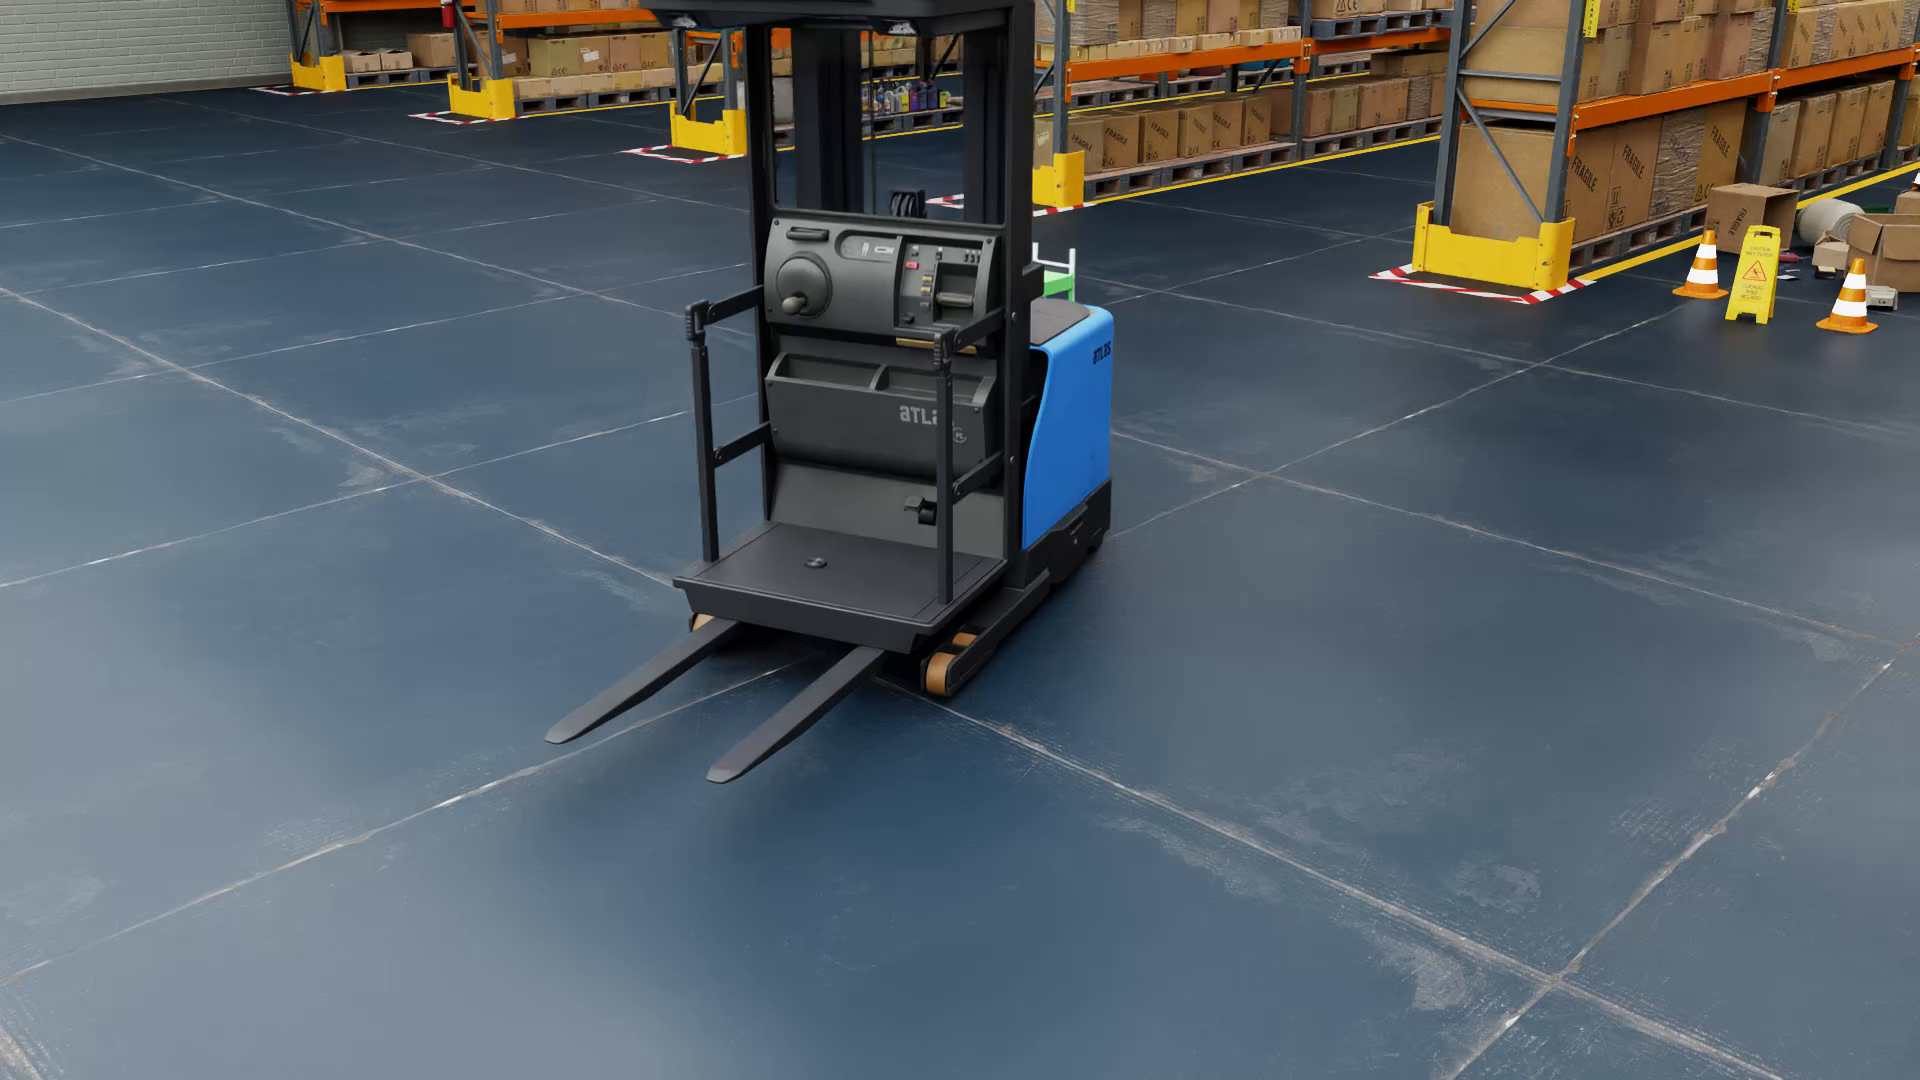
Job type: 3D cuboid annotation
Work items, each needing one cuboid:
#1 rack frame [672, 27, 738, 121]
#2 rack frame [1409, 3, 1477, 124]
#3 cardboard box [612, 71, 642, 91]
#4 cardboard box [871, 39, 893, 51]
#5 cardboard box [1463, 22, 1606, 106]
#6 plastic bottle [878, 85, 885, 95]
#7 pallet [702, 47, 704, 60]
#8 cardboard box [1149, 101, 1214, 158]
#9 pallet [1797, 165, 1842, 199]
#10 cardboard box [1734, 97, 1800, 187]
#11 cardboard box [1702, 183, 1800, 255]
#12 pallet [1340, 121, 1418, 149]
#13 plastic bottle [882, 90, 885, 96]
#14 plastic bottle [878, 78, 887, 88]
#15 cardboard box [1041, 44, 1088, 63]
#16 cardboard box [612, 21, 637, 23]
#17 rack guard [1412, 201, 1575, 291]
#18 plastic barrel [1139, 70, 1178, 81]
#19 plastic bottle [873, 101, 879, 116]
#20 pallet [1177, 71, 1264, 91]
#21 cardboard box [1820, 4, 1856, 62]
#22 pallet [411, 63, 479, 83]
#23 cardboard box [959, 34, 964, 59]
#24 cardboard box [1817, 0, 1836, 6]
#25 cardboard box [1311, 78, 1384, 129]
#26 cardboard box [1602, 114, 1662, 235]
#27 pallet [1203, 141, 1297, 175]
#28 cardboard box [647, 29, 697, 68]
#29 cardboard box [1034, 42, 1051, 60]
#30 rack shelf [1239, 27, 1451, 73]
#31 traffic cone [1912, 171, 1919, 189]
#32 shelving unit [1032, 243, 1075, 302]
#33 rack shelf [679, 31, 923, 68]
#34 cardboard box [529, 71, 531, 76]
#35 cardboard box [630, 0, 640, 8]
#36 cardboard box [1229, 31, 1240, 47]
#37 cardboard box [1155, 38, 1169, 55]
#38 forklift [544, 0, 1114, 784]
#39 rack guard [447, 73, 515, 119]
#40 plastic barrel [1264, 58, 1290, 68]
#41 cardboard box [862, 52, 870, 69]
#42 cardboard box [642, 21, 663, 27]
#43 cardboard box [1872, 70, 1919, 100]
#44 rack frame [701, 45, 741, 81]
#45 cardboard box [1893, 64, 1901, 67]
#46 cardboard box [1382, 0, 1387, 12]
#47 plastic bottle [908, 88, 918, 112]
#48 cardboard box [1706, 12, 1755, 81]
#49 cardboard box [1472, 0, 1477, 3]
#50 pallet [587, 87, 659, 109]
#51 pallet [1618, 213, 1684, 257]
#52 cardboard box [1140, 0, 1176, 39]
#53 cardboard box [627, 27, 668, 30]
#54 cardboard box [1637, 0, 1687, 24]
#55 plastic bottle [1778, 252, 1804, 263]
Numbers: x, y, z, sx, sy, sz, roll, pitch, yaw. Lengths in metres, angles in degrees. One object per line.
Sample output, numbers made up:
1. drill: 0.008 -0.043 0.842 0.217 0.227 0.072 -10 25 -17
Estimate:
1. rack frame: -2.929 -5.955 18.886 1.000 3.000 0.127 19 28 41
2. rack frame: 6.200 -6.771 21.011 1.000 3.000 0.127 19 28 41
3. cardboard box: -4.895 -6.575 23.748 0.500 0.250 0.500 19 28 41
4. cardboard box: -1.442 -8.095 26.919 0.500 0.311 0.500 19 28 40
5. cardboard box: 4.329 -3.624 12.614 0.875 0.550 0.550 19 28 41
6. plastic bottle: -1.014 -5.743 21.526 0.097 0.271 0.097 0 21 0
7. pallet: -4.993 -8.988 30.666 1.003 0.211 1.213 19 28 41
8. cardboard box: 2.331 -4.351 17.613 0.500 0.500 0.500 16 26 36
9. pallet: 8.228 -3.707 16.924 1.003 0.211 1.213 19 28 41
10. cardboard box: 7.261 -3.804 15.840 1.050 0.750 0.750 19 28 40
11. cardboard box: 6.545 -2.654 13.780 0.500 0.500 0.500 -14 25 -33
12. pallet: 4.803 -4.957 20.178 1.003 0.211 1.213 19 28 41
13. plastic bottle: -0.934 -5.536 20.969 0.061 0.283 0.133 19 28 41
14. plastic bottle: -0.999 -5.848 21.688 0.185 0.351 0.144 -19 28 -41
15. cardboard box: 0.989 -4.611 15.741 0.380 0.149 0.250 19 28 41
16. cardboard box: -6.071 -9.293 29.397 0.500 0.250 0.500 18 28 39
17. rack guard: 4.086 -2.275 12.796 1.175 0.500 0.348 19 28 41
18. plastic barrel: 2.980 -7.324 24.888 0.600 0.830 0.708 19 28 41
19. plastic bottle: -1.063 -5.381 20.681 0.097 0.201 0.097 0 21 0
20. pallet: 4.022 -7.235 26.103 1.003 0.211 1.213 19 28 41
21. cardboard box: 8.155 -4.848 15.868 0.500 0.500 0.500 19 28 40
22. pallet: -8.532 -7.664 27.220 1.003 0.211 1.213 19 28 41
23. cardboard box: -0.012 -8.472 28.306 0.500 0.500 0.500 18 27 39
24. cardboard box: 7.945 -5.381 15.860 0.700 0.500 0.500 20 28 41
25. cardboard box: 4.590 -5.196 19.783 0.700 0.500 0.500 16 26 36
26. cardboard box: 5.141 -3.069 13.755 0.875 0.875 0.875 19 28 40
27. pallet: 2.966 -4.260 18.364 1.003 0.211 1.213 19 28 41
28. cardboard box: -4.209 -7.187 24.293 0.500 0.500 0.500 19 28 41
29. cardboard box: 0.670 -4.723 16.031 0.380 0.149 0.250 19 28 41
30. rack shelf: 4.805 -5.921 19.802 1.077 0.370 4.000 19 28 41
31. traffic cone: 8.910 -3.258 15.407 0.336 0.463 0.334 19 28 41
32. shelving unit: 0.287 -0.758 7.873 0.258 1.200 0.503 16 26 36
33. rack shelf: -1.534 -6.133 20.352 1.077 0.370 4.000 19 28 41
34. cardboard box: -5.973 -6.451 23.425 0.500 0.250 0.500 19 28 41
35. cardboard box: -4.707 -7.889 23.780 0.500 0.500 0.700 -20 28 -41
36. cardboard box: 2.708 -5.263 17.435 0.380 0.149 0.250 19 28 41
37. cardboard box: 1.856 -4.934 16.581 0.380 0.149 0.250 19 28 41
38. forklift: -0.393 -0.968 6.007 1.130 2.935 3.031 9 23 23
39. rack guard: -6.493 -6.022 22.546 1.175 0.500 0.348 19 28 41
40. plastic barrel: 5.050 -8.120 26.860 0.600 0.901 0.708 19 28 41
41. cardboard box: -1.797 -7.706 26.690 0.500 0.250 0.500 -19 28 -41
42. cardboard box: -5.681 -9.093 29.922 0.700 0.500 0.500 19 28 40
43. cardboard box: 10.338 -5.000 18.256 0.500 0.250 0.500 18 27 38
44. rack frame: -3.685 -8.223 24.789 1.000 3.000 0.127 19 28 41
45. cardboard box: 10.683 -5.384 19.255 0.500 0.250 0.500 -19 28 -41
46. cardboard box: 4.553 -6.456 19.461 0.637 0.503 0.797 -17 27 -37
47. plastic bottle: -0.599 -5.581 21.086 0.133 0.283 0.061 -18 27 -39
48. cardboard box: 6.277 -4.301 14.374 0.875 0.550 0.550 19 28 41
49. cardboard box: 6.734 -6.875 21.141 0.500 0.500 0.500 -19 28 -40
50. pallet: -5.121 -6.413 23.965 1.003 0.211 1.213 19 28 41
51. pallet: 5.455 -2.683 14.261 1.003 0.211 1.213 19 28 41
52. cardboard box: 1.665 -5.311 16.658 0.875 0.500 0.500 19 28 41
53. cardboard box: -4.576 -7.315 24.627 0.500 0.500 0.500 19 28 41
54. cardboard box: 5.195 -4.382 13.079 0.875 0.550 0.550 19 28 41
55. plastic bottle: 6.657 -2.285 13.435 0.283 0.061 0.133 9 23 23
